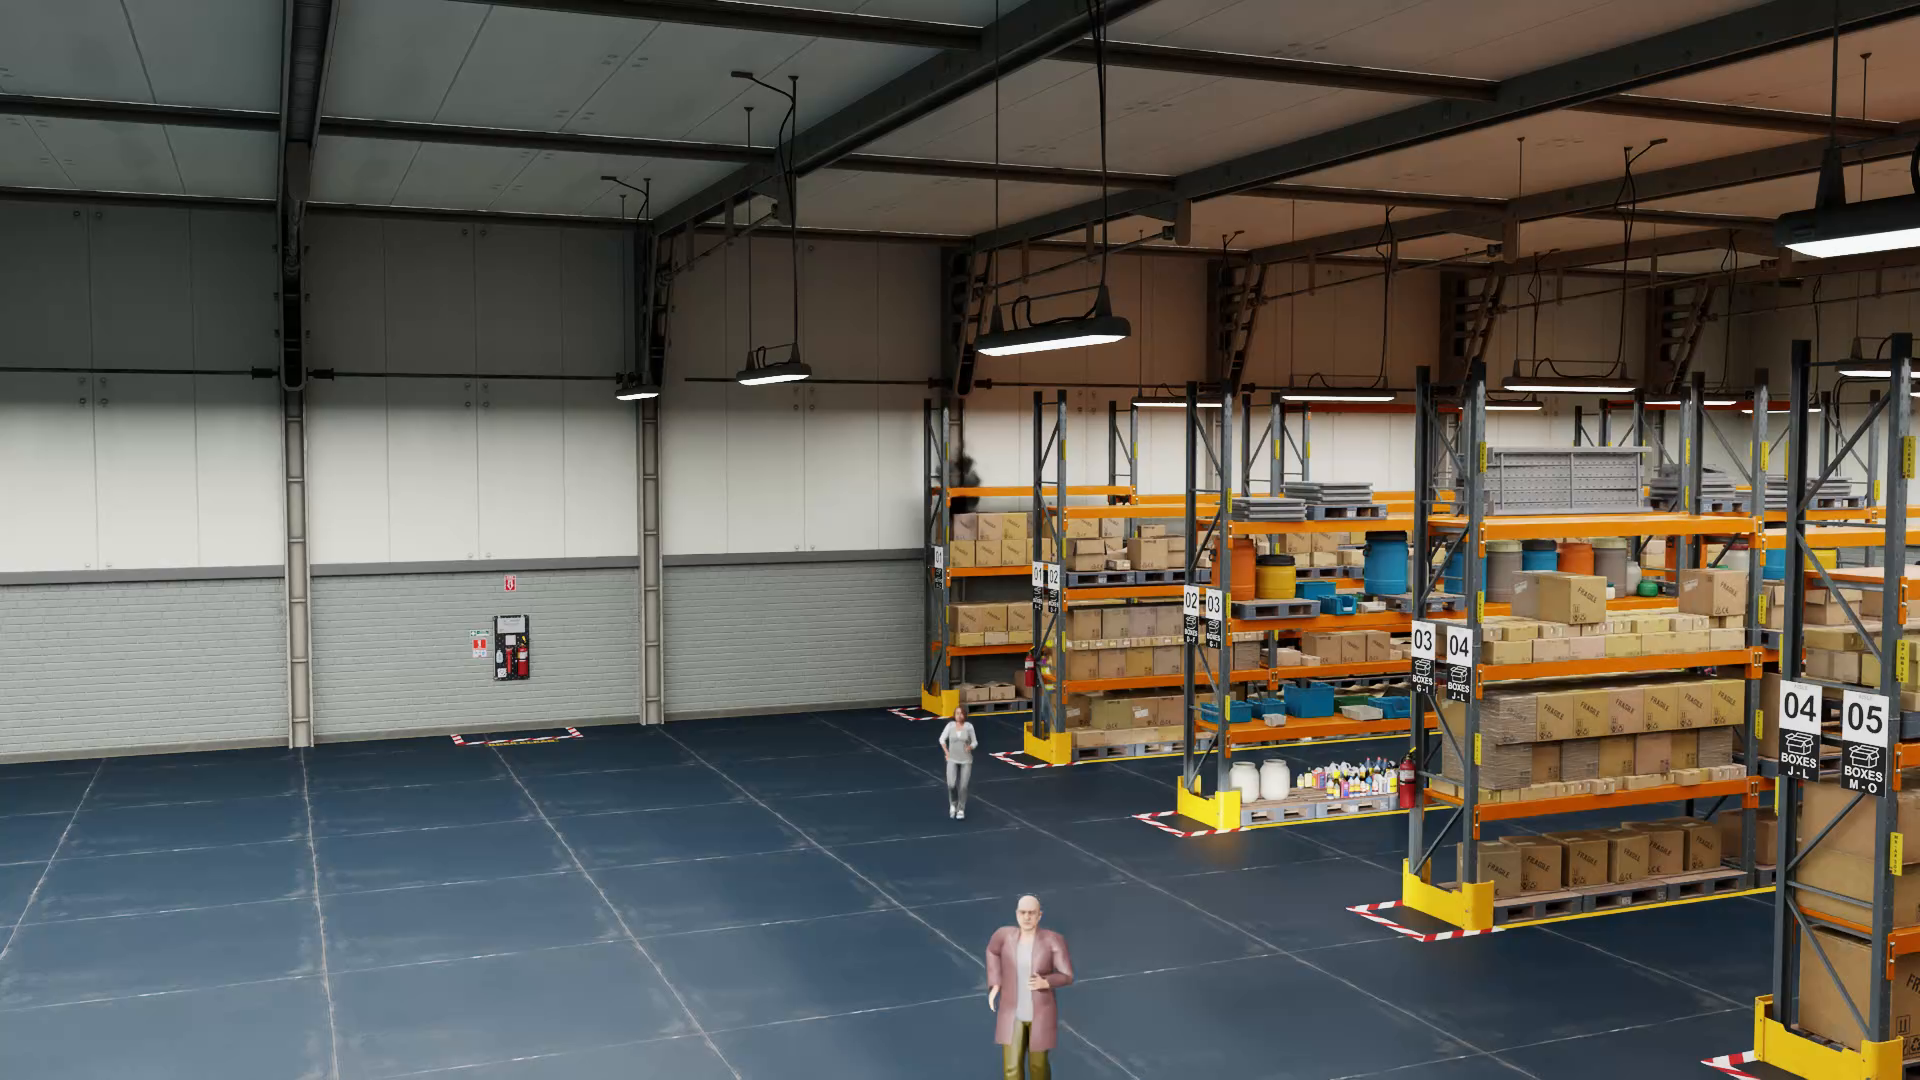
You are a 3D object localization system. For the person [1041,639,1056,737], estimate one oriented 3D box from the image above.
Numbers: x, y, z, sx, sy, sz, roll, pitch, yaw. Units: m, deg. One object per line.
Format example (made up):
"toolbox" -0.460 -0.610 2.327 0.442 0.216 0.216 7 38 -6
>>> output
"person" 1.510 2.589 28.932 0.593 1.724 0.746 -2 4 -26

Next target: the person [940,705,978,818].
"person" -0.022 3.083 22.636 0.525 1.469 0.569 0 3 1

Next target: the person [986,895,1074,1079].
"person" 0.504 3.540 12.350 0.694 1.822 0.877 1 3 10
